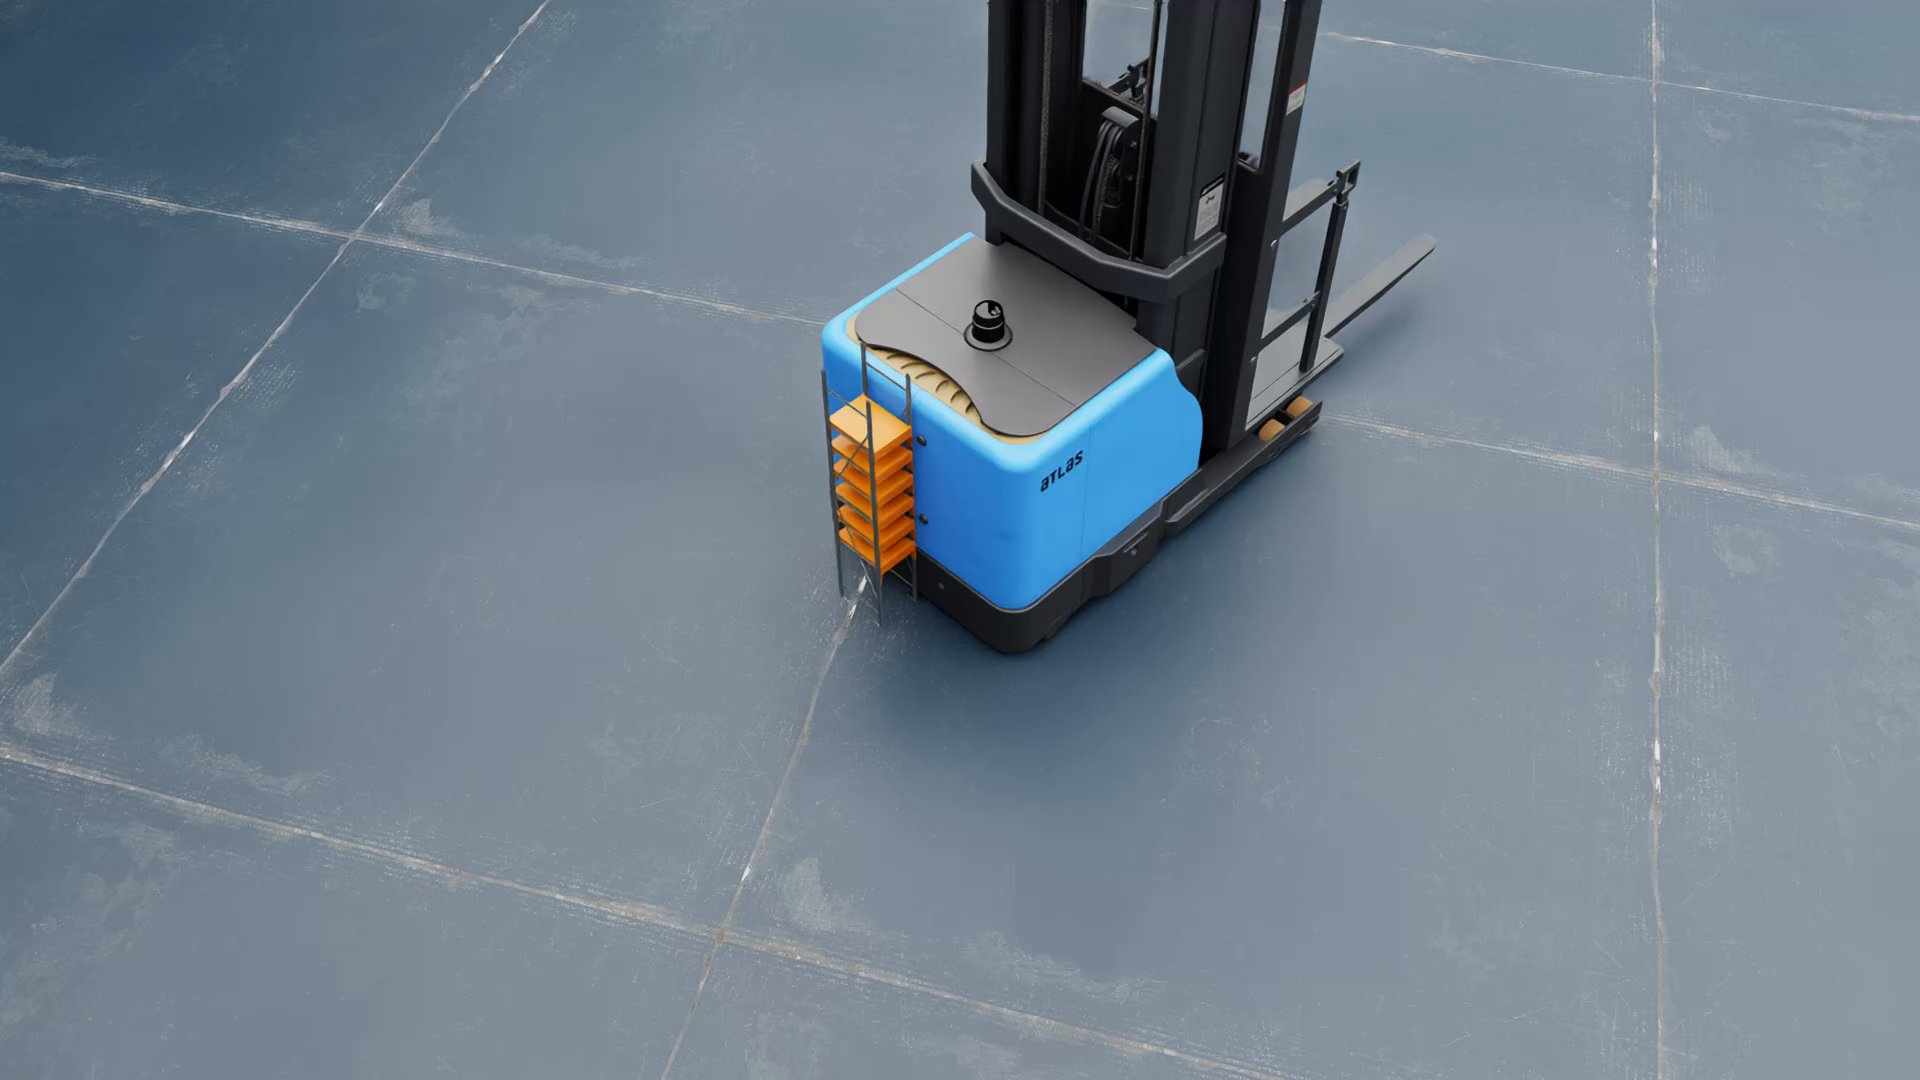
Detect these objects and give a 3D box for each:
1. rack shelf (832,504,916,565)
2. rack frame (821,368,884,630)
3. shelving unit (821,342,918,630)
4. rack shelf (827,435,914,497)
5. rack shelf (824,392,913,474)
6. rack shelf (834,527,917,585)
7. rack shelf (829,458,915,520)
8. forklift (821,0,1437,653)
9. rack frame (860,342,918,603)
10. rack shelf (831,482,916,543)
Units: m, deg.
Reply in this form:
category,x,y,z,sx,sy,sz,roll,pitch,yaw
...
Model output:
category,x,y,z,sx,sy,sz,roll,pitch,yaw
rack shelf,-0.316,-0.057,6.138,0.258,0.103,0.180,36,58,28
rack frame,-0.380,-0.117,5.972,0.240,1.200,0.006,36,58,28
shelving unit,-0.316,-0.166,6.015,0.258,1.200,0.189,36,58,28
rack shelf,-0.316,-0.295,5.868,0.258,0.103,0.180,36,58,28
rack shelf,-0.316,-0.375,5.778,0.258,0.103,0.180,36,58,28
rack shelf,-0.316,0.022,6.228,0.258,0.103,0.180,36,58,28
rack shelf,-0.316,-0.216,5.958,0.258,0.103,0.180,36,58,28
forklift,0.880,-1.553,6.084,1.130,2.935,3.031,36,58,28
rack frame,-0.252,-0.215,6.058,0.240,1.200,0.006,36,58,28
rack shelf,-0.316,-0.136,6.048,0.258,0.103,0.180,36,58,28
